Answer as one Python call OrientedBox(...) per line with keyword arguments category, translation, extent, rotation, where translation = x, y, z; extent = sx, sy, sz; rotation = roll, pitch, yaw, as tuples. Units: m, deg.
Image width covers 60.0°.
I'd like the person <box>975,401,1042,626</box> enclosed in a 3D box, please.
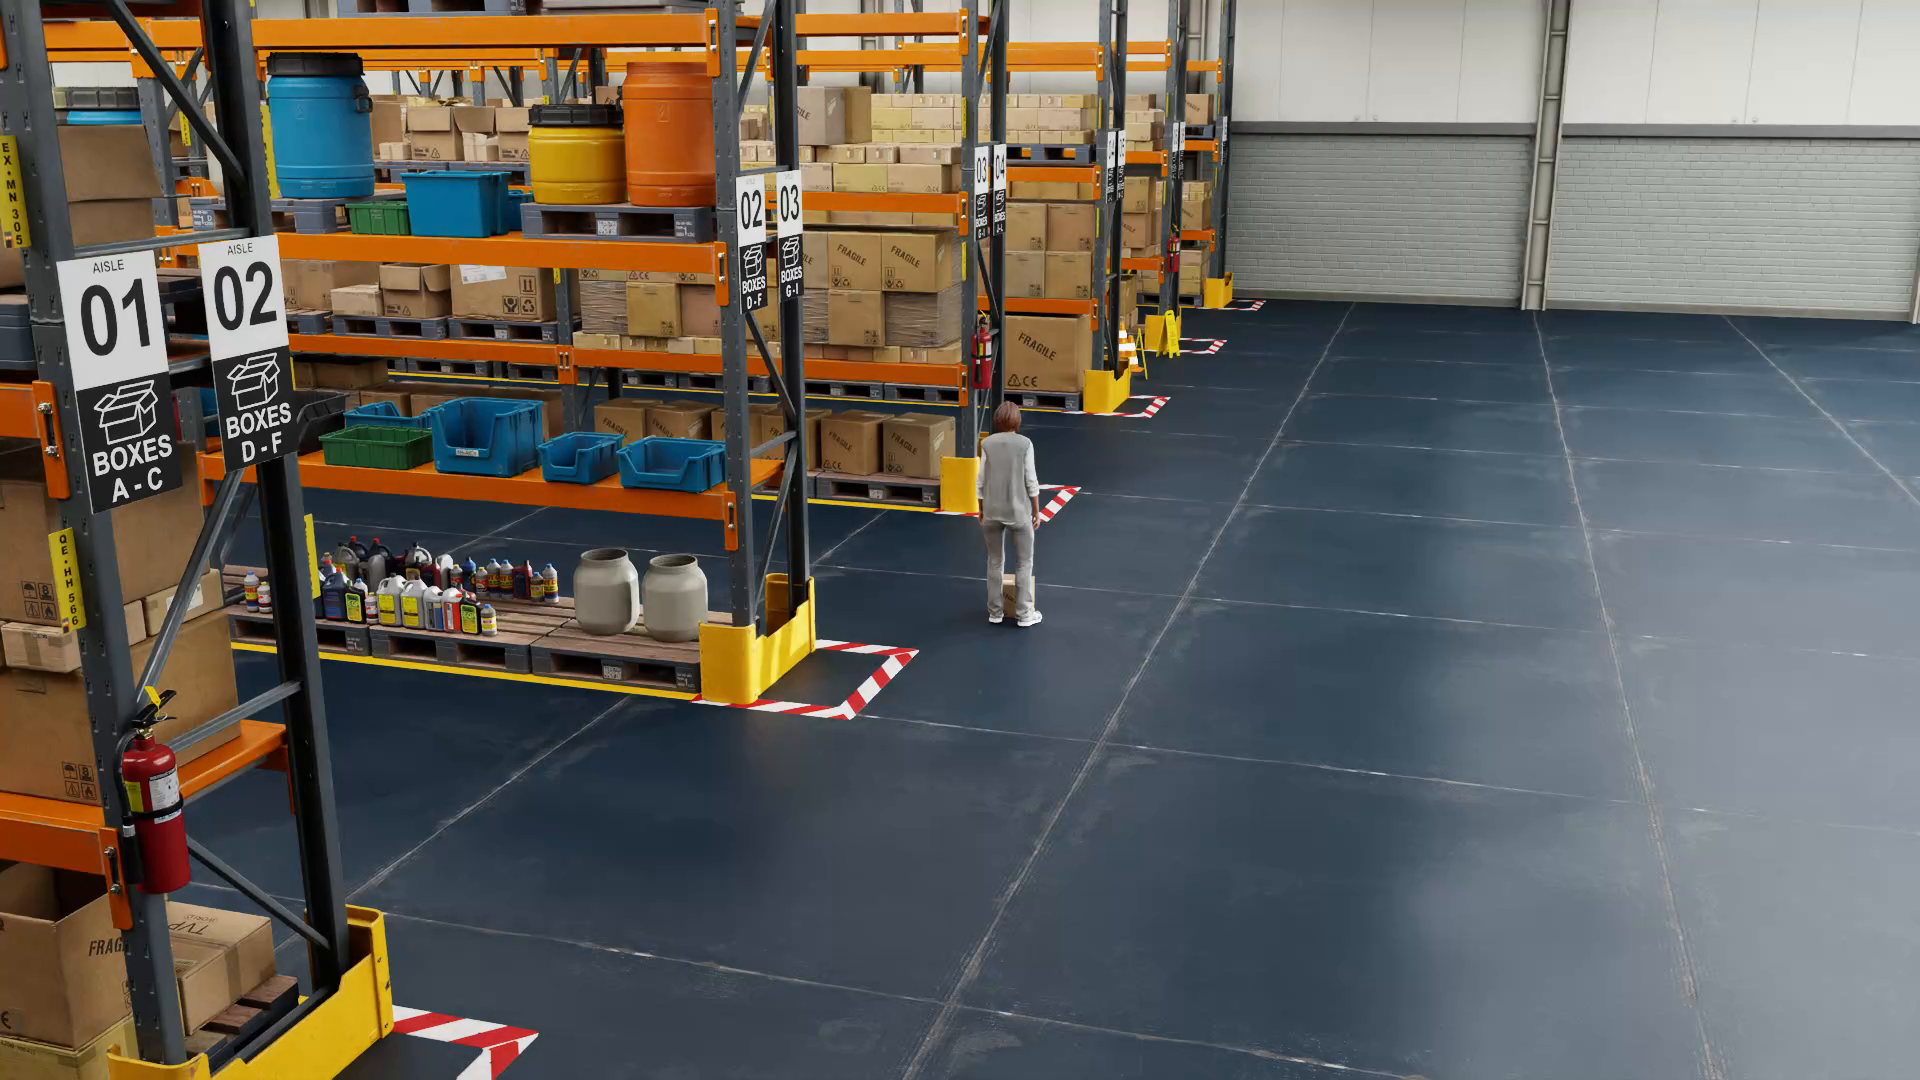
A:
OrientedBox(category="person", translation=(0.339, -0.178, 11.696), extent=(0.460, 1.591, 0.373), rotation=(4, 16, 15))
